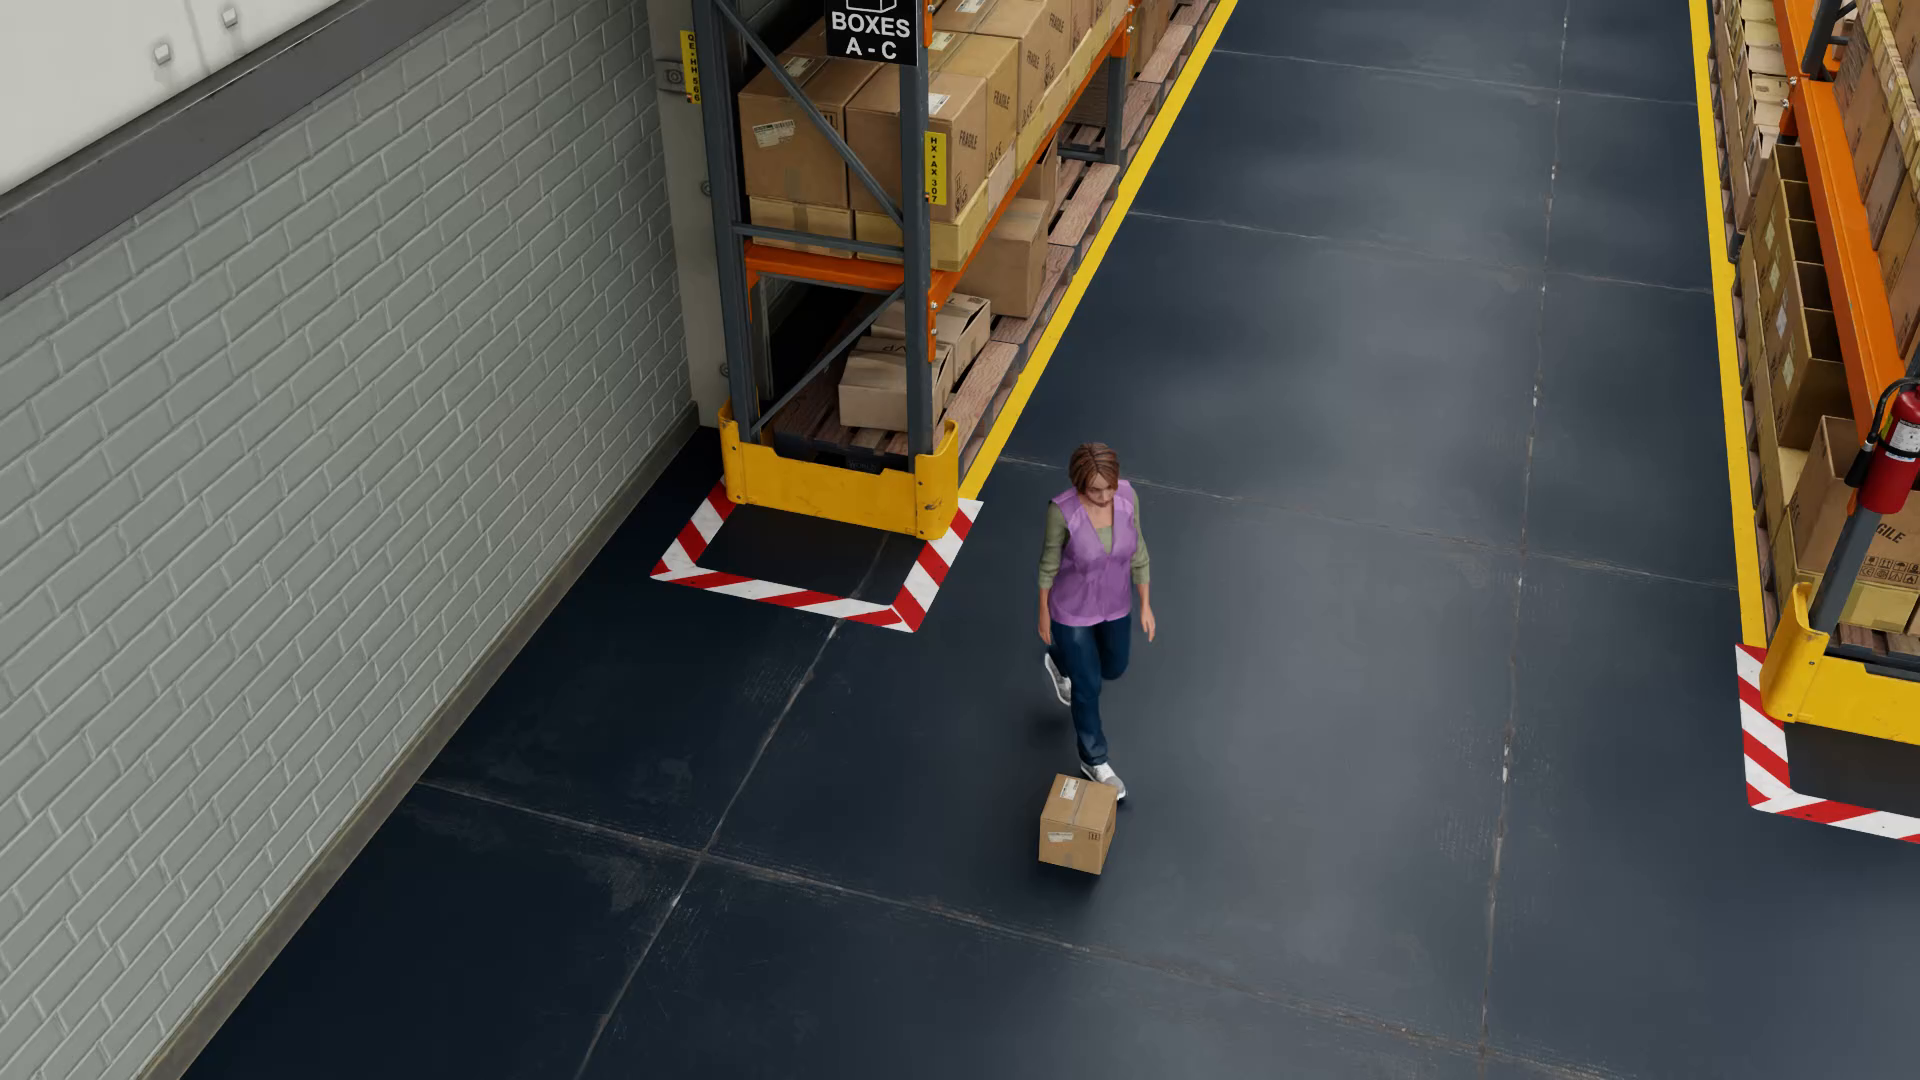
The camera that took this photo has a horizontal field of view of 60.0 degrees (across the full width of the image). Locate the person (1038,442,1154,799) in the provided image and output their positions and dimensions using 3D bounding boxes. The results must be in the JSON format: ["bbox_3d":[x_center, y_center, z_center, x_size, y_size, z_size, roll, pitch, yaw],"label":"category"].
[{"bbox_3d":[0.502,0.246,6.575,0.420,1.583,0.724,-17,41,-21],"label":"person"}]
